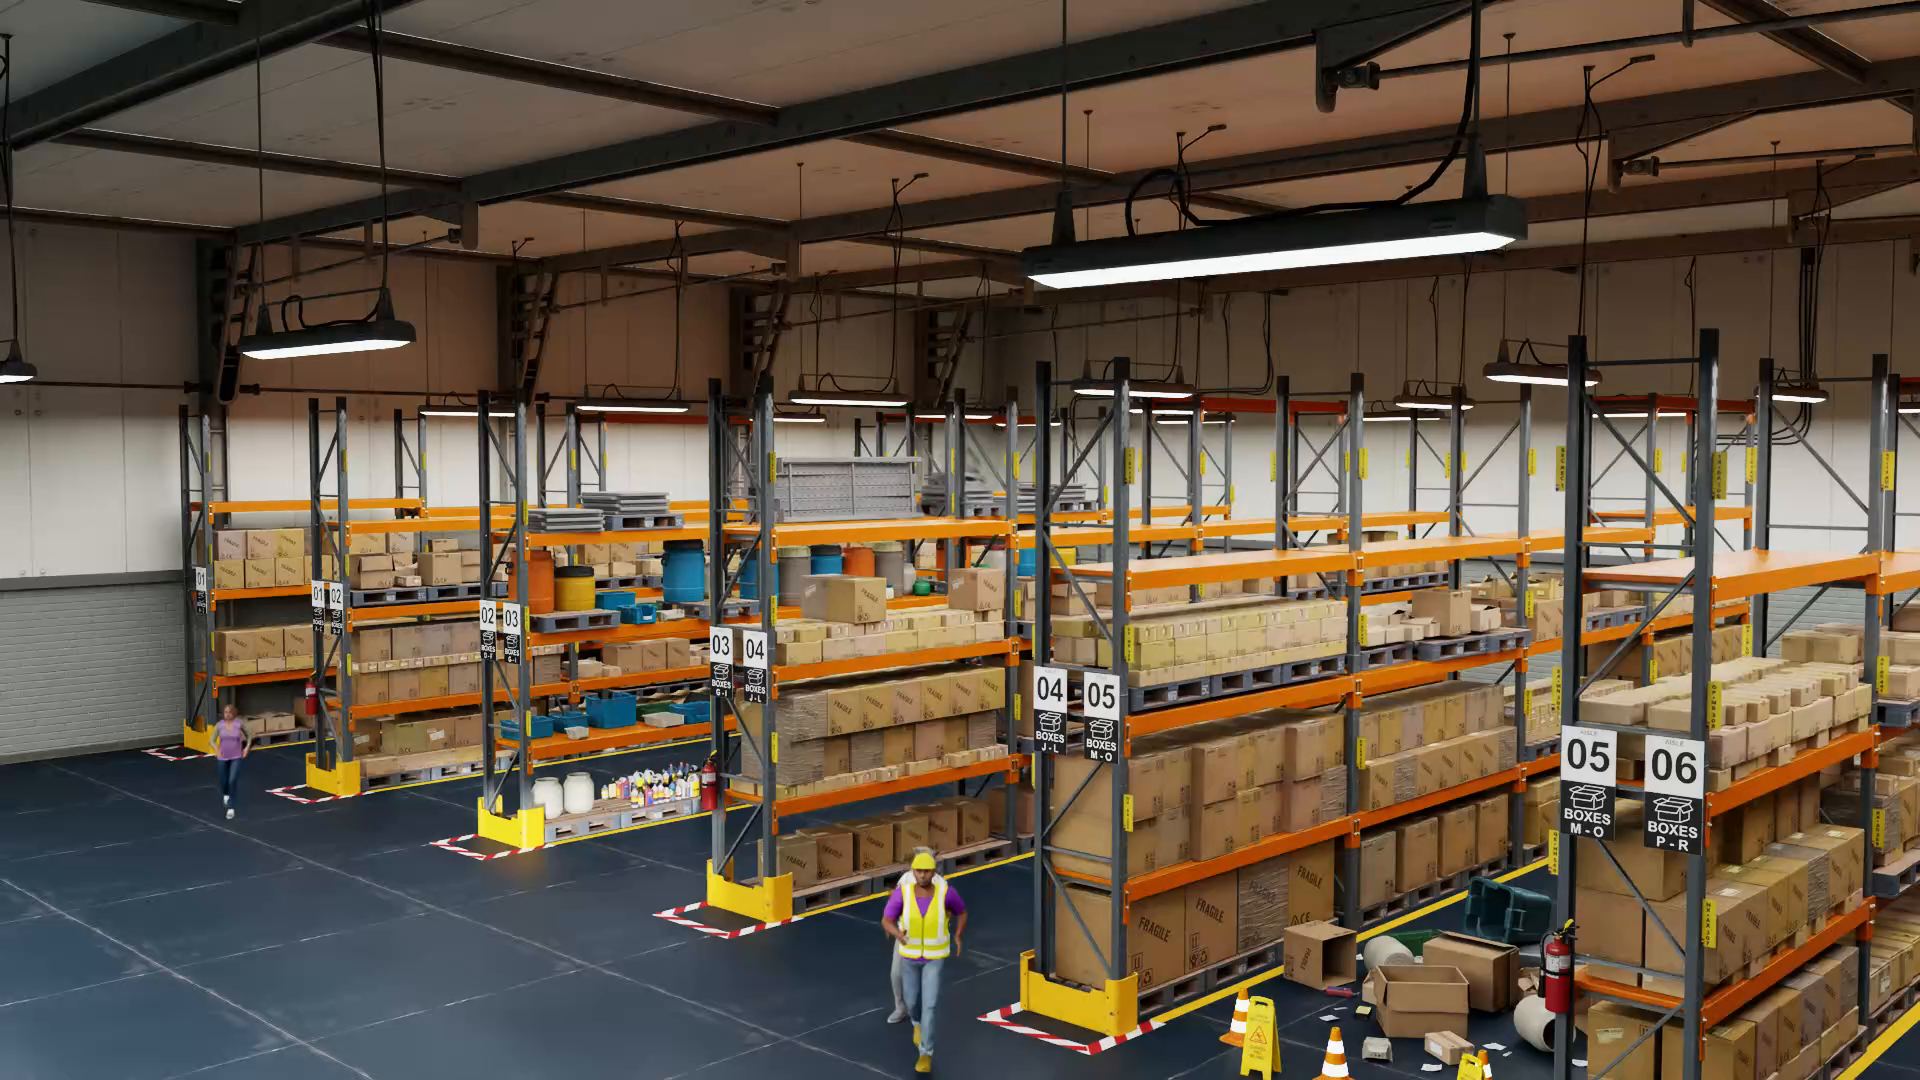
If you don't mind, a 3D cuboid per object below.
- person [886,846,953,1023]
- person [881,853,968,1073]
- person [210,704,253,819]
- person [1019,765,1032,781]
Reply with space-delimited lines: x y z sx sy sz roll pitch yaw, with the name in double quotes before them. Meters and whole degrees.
"person" -0.344 3.558 15.156 0.611 1.630 0.545 1 3 23
"person" -0.315 3.523 14.076 0.723 1.755 0.844 0 3 6
"person" -10.407 3.133 23.760 0.566 1.591 0.680 -1 3 -18
"person" 0.941 2.968 24.480 0.667 1.676 0.601 3 4 40
